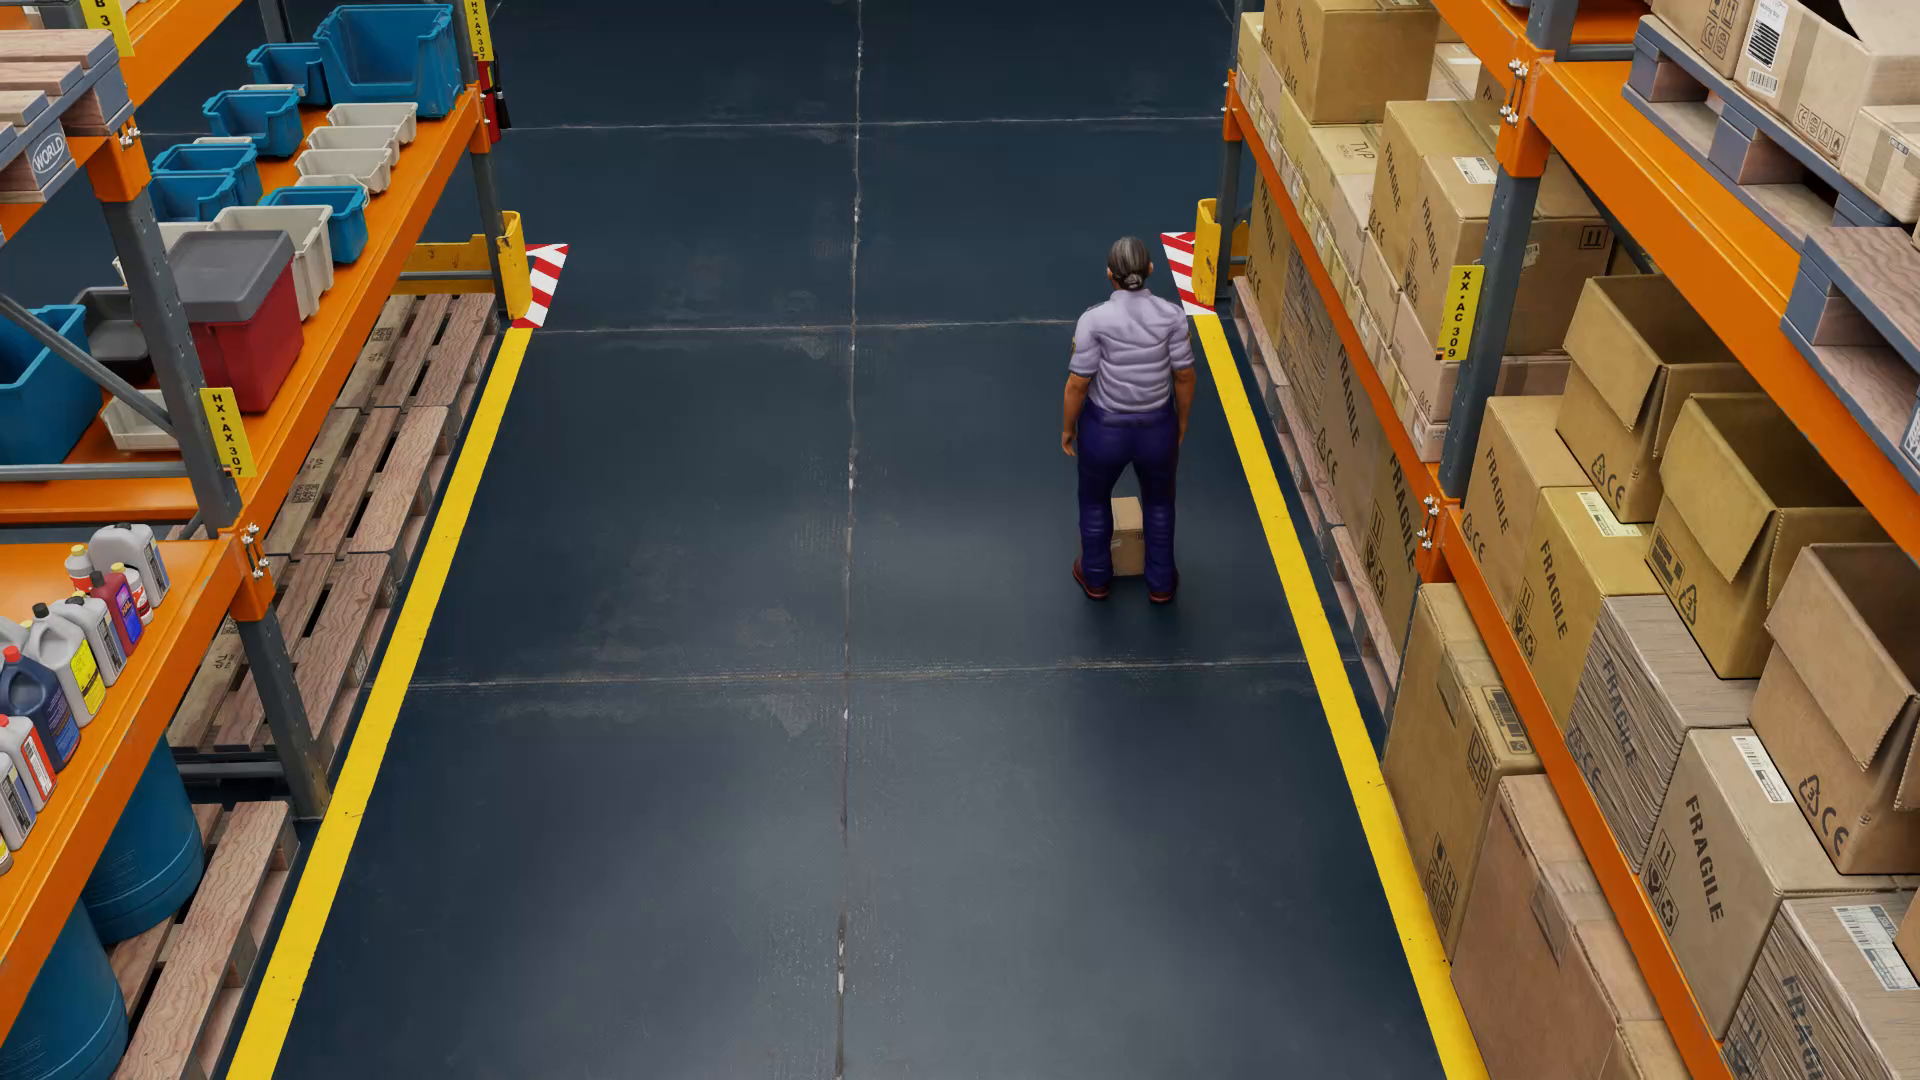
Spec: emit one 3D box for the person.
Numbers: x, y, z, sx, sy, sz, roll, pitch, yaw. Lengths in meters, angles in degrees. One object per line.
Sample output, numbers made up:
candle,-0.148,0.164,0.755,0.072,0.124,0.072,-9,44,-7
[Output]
person,0.691,-0.462,6.802,0.560,1.652,0.417,-3,36,-4
